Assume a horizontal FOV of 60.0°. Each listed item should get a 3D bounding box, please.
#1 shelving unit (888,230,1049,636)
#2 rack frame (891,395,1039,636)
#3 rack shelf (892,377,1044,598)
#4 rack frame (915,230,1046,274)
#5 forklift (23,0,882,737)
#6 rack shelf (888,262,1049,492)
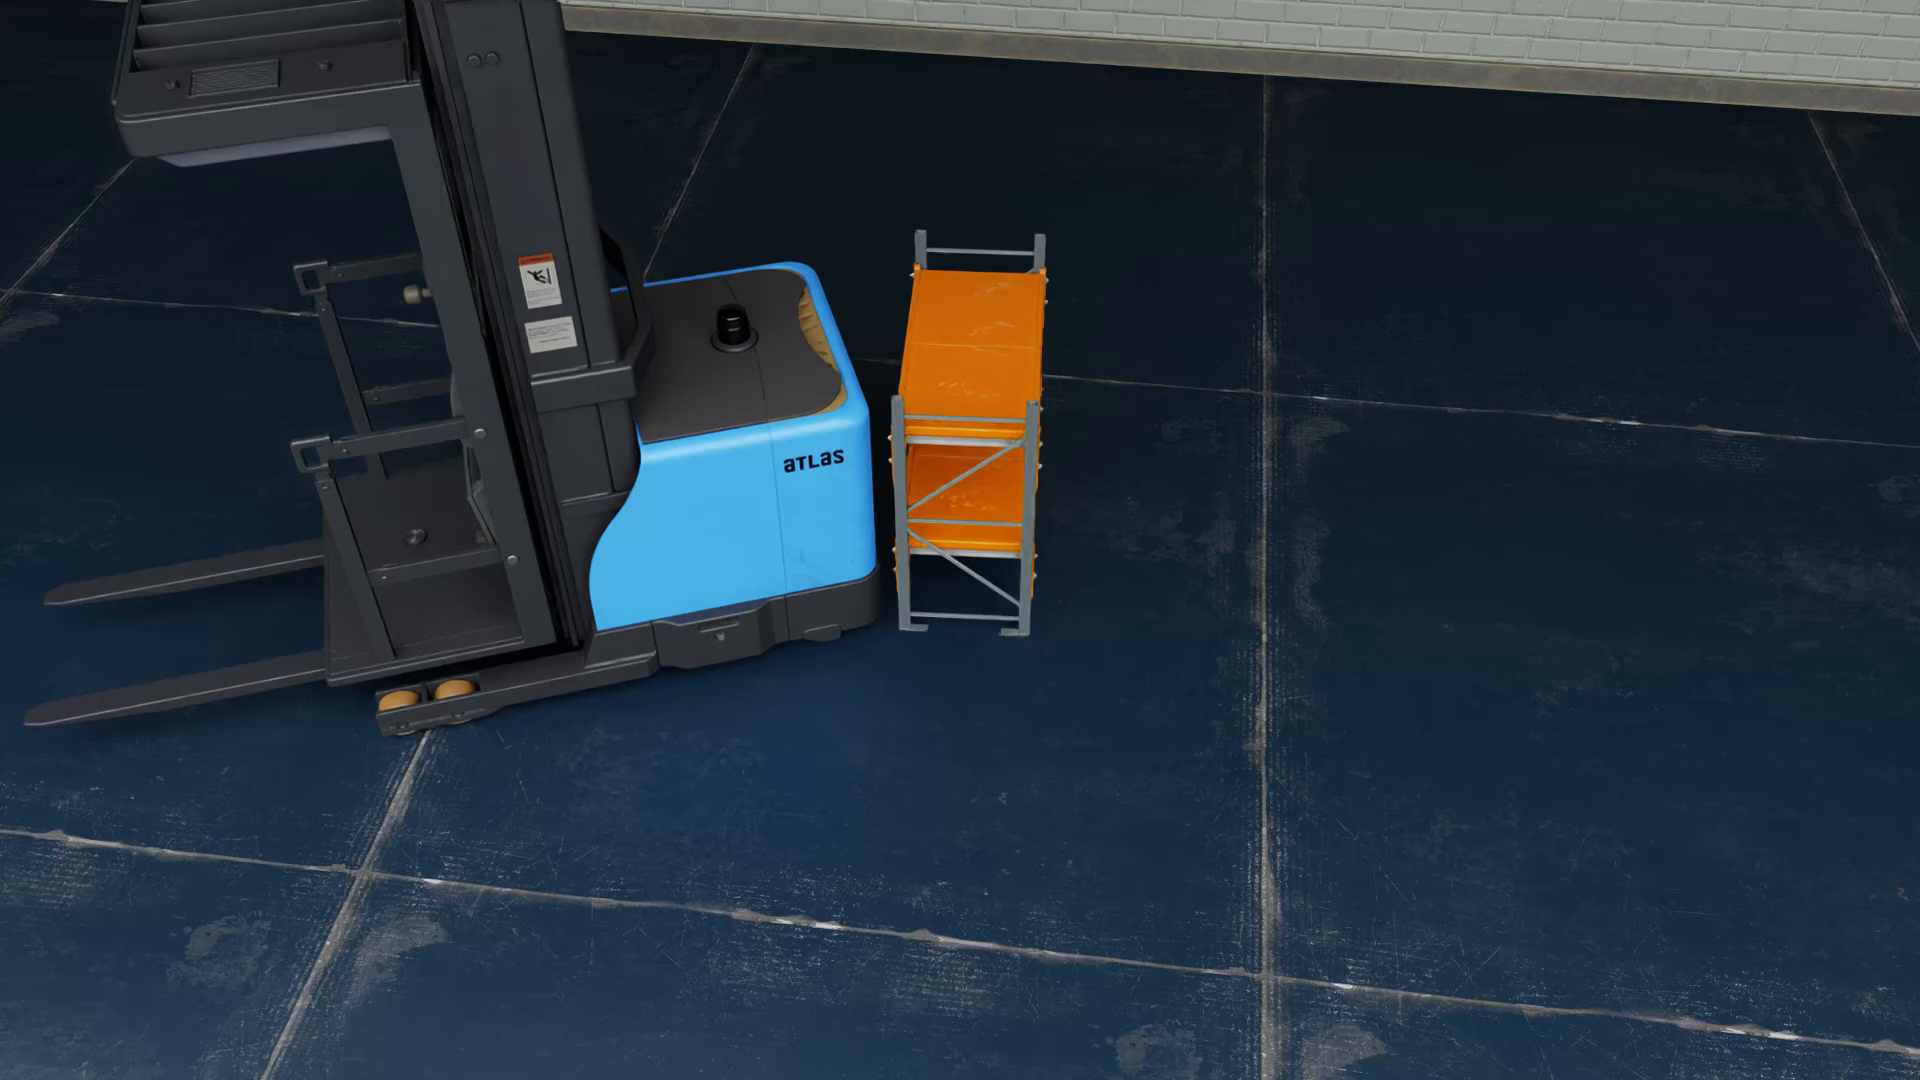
[{"bbox_3d":[0.047,-0.411,6.366,0.538,1.125,1.048,2,43,2],"label":"shelving unit"},{"bbox_3d":[0.017,-0.062,5.997,0.500,1.125,0.032,2,43,2],"label":"rack frame"},{"bbox_3d":[0.047,-0.233,6.534,0.538,0.278,1.000,2,43,2],"label":"rack shelf"},{"bbox_3d":[0.078,-0.760,6.734,0.500,1.125,0.032,2,43,2],"label":"rack frame"},{"bbox_3d":[-1.873,-0.766,5.427,3.031,2.935,1.130,-11,45,-11],"label":"forklift"},{"bbox_3d":[0.047,-0.623,6.164,0.538,0.278,1.000,2,43,2],"label":"rack shelf"}]
